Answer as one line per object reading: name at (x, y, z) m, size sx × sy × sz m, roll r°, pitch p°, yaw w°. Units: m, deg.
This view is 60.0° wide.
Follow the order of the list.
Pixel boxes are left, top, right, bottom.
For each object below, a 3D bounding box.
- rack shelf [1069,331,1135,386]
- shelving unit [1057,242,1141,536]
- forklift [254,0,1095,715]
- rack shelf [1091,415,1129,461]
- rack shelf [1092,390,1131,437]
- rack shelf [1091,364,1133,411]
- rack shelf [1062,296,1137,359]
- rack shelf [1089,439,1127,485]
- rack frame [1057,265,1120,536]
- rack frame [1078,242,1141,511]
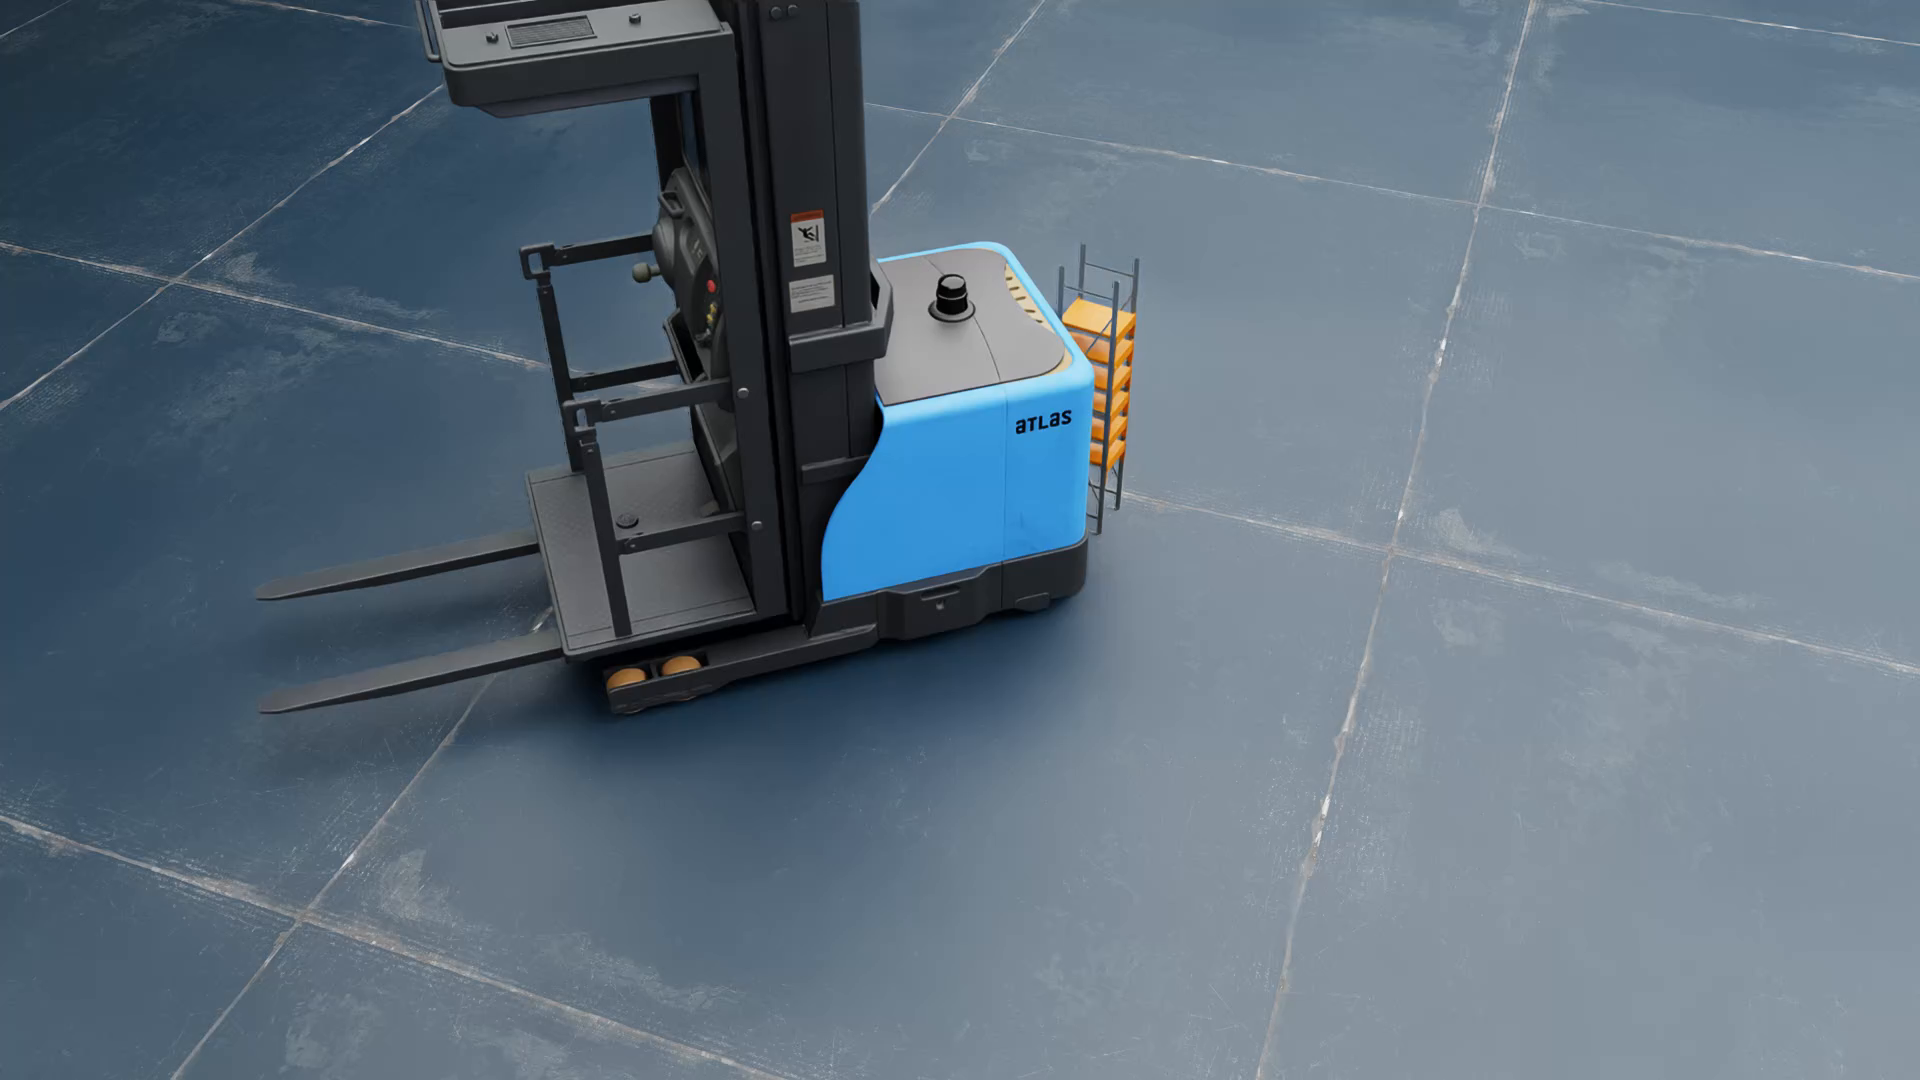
rack shelf at (0.514, -0.711, 6.358) m, size 0.258 × 0.103 × 0.180 m, roll 19°, pitch 44°, yaw 21°
shelving unit at (0.514, -0.563, 6.485) m, size 0.258 × 1.200 × 0.189 m, roll 19°, pitch 44°, yaw 21°
forklift at (-1.086, -0.875, 5.517) m, size 3.031 × 2.935 × 1.130 m, roll -12°, pitch 42°, yaw -14°
rack shelf at (0.513, -0.438, 6.592) m, size 0.258 × 0.103 × 0.180 m, roll 19°, pitch 44°, yaw 21°
rack shelf at (0.514, -0.529, 6.514) m, size 0.258 × 0.103 × 0.180 m, roll 19°, pitch 44°, yaw 21°
rack shelf at (0.514, -0.620, 6.436) m, size 0.258 × 0.103 × 0.180 m, roll 19°, pitch 44°, yaw 21°
rack shelf at (0.514, -0.803, 6.280) m, size 0.258 × 0.103 × 0.180 m, roll 19°, pitch 44°, yaw 21°
rack shelf at (0.513, -0.346, 6.670) m, size 0.258 × 0.103 × 0.180 m, roll 19°, pitch 44°, yaw 21°
rack frame at (0.470, -0.510, 6.424) m, size 0.240 × 1.200 × 0.006 m, roll 19°, pitch 44°, yaw 21°
rack frame at (0.557, -0.615, 6.546) m, size 0.240 × 1.200 × 0.006 m, roll 19°, pitch 44°, yaw 21°
